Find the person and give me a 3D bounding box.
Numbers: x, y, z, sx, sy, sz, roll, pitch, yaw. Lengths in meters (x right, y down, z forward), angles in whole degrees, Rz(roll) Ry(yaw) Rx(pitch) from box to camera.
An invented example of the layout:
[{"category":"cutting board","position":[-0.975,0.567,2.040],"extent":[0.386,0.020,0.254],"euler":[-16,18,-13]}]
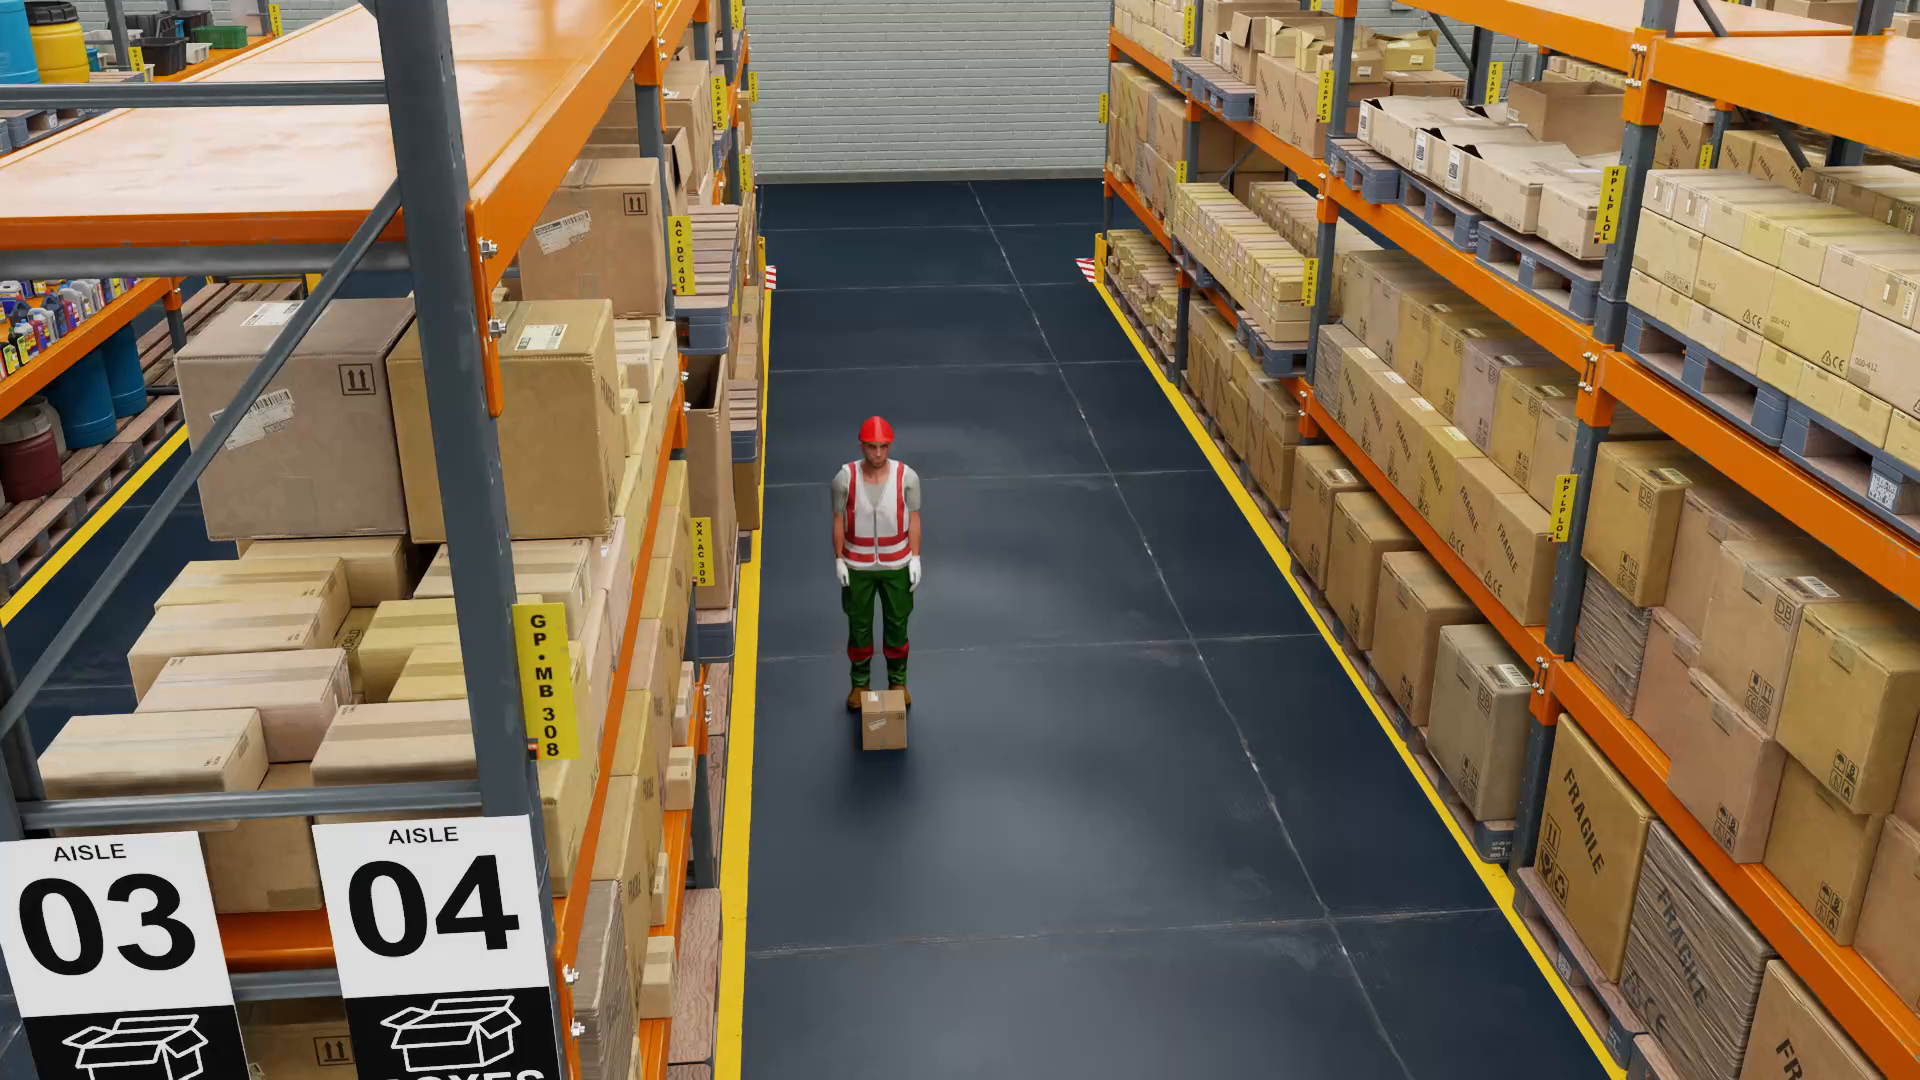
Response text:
[{"category":"person","position":[-0.482,0.137,9.744],"extent":[0.523,1.792,0.339],"euler":[-2,24,-4]}]
